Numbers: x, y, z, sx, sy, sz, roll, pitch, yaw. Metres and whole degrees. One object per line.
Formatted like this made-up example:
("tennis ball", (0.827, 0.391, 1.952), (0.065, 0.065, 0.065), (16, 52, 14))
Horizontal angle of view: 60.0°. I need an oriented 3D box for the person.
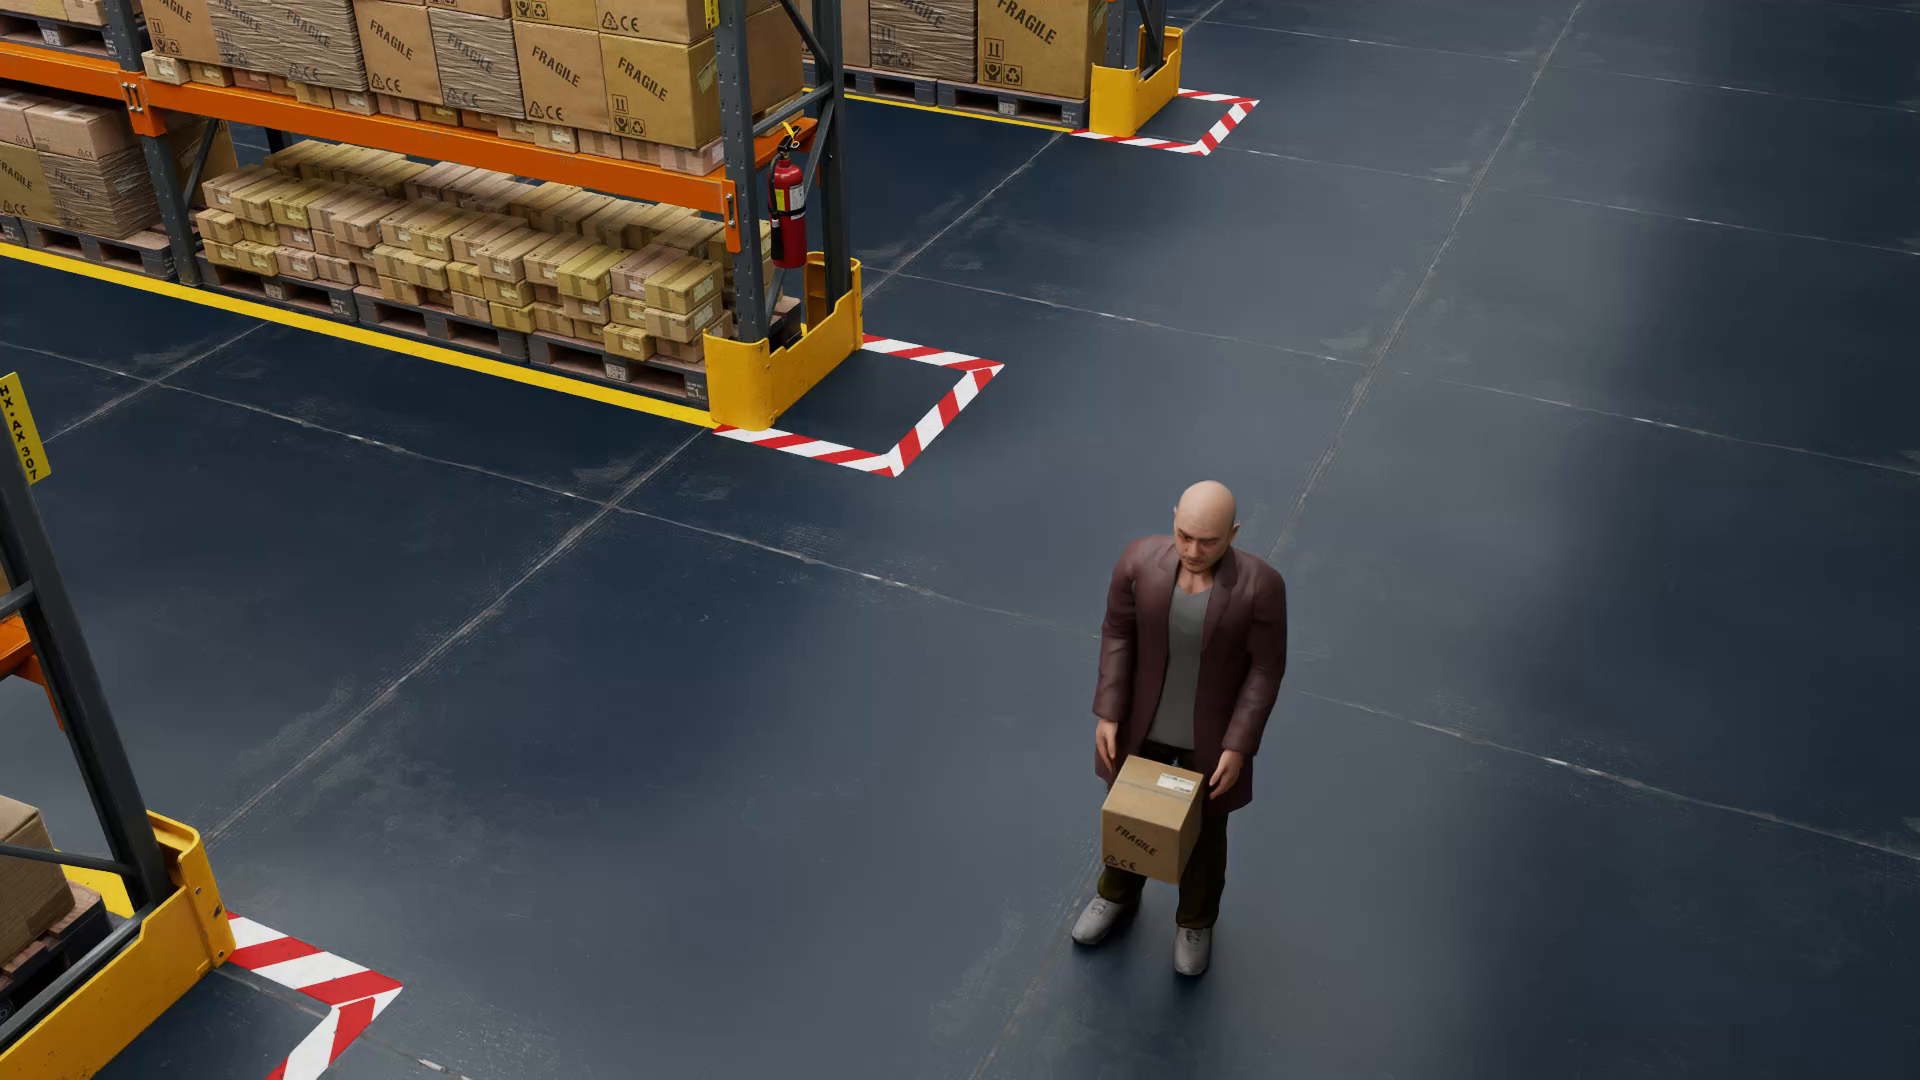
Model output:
("person", (0.696, 0.591, 5.248), (0.583, 1.780, 0.424), (13, 36, 20))
